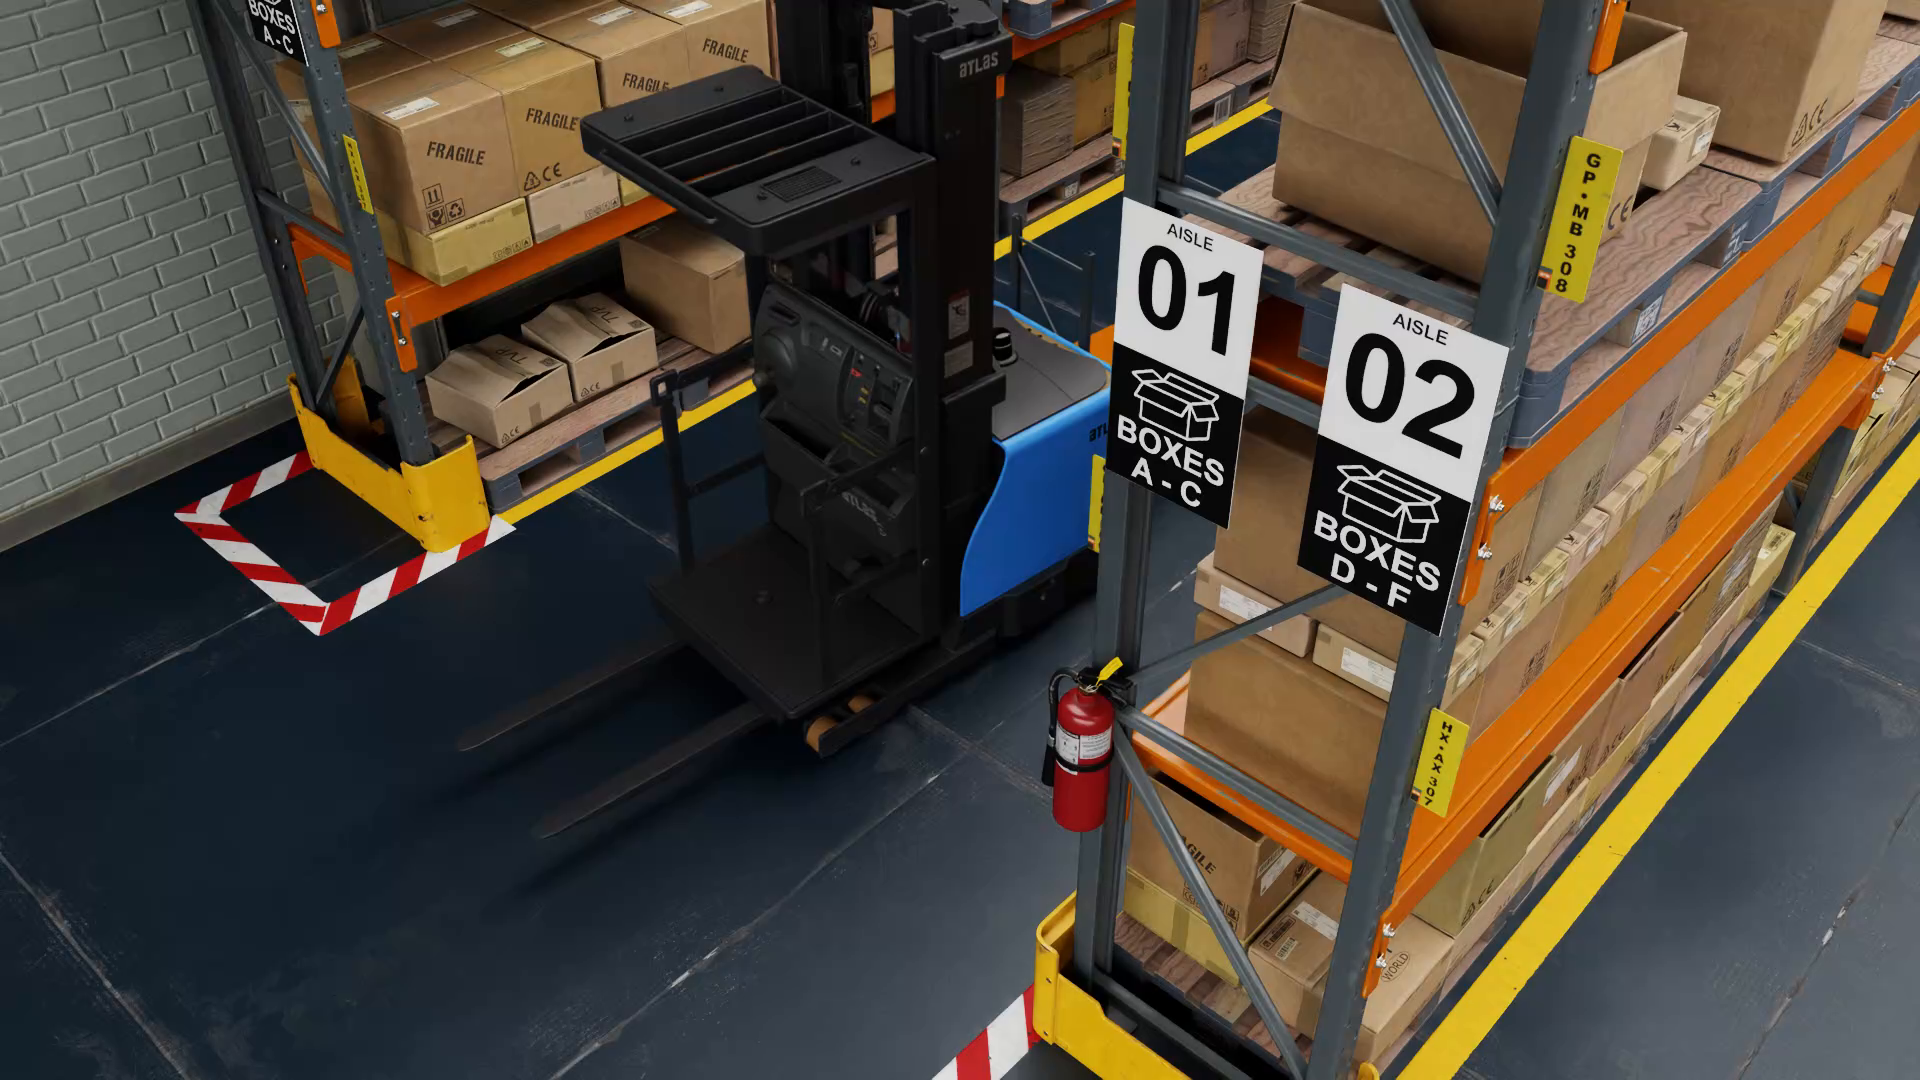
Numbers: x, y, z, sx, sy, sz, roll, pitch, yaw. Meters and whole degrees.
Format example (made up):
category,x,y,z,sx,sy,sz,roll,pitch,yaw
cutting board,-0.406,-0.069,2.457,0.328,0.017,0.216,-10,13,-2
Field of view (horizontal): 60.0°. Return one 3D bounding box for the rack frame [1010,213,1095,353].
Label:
category,x,y,z,sx,sy,sz,roll,pitch,yaw
rack frame,0.408,-0.759,7.782,0.032,1.500,0.500,-29,47,-31

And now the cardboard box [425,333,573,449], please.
category,x,y,z,sx,sy,sz,roll,pitch,yaw
cardboard box,-2.333,-0.784,8.417,0.500,0.311,0.500,24,44,27

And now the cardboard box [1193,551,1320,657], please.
category,x,y,z,sx,sy,sz,roll,pitch,yaw
cardboard box,0.910,0.145,4.839,0.380,0.149,0.250,29,47,31

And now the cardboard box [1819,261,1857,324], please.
category,x,y,z,sx,sy,sz,roll,pitch,yaw
cardboard box,3.123,-0.988,6.264,0.380,0.149,0.250,28,46,31

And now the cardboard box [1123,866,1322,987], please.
category,x,y,z,sx,sy,sz,roll,pitch,yaw
cardboard box,0.936,1.235,5.942,0.500,0.250,0.500,30,47,32

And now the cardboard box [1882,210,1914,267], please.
category,x,y,z,sx,sy,sz,roll,pitch,yaw
cardboard box,4.240,-1.367,7.544,0.380,0.149,0.250,30,47,32

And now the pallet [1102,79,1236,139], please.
category,x,y,z,sx,sy,sz,roll,pitch,yaw
pallet,1.179,-3.052,11.702,1.003,0.211,1.213,30,47,32

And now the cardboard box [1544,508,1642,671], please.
category,x,y,z,sx,sy,sz,roll,pitch,yaw
cardboard box,1.807,-0.023,5.573,0.700,0.500,0.500,30,47,32

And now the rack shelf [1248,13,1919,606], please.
category,x,y,z,sx,sy,sz,roll,pitch,yaw
rack shelf,2.142,-1.118,5.197,1.077,0.370,4.000,30,47,32

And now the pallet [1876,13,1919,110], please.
category,x,y,z,sx,sy,sz,roll,pitch,yaw
pallet,2.935,-1.881,5.650,1.003,0.211,1.213,30,47,32

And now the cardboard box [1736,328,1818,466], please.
category,x,y,z,sx,sy,sz,roll,pitch,yaw
cardboard box,2.846,-0.731,6.463,0.700,0.500,0.500,29,47,31

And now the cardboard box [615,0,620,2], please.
category,x,y,z,sx,sy,sz,roll,pitch,yaw
cardboard box,-1.673,-2.631,8.434,0.500,0.500,0.500,30,47,32

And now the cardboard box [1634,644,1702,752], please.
category,x,y,z,sx,sy,sz,roll,pitch,yaw
cardboard box,2.669,0.534,6.823,0.500,0.250,0.500,30,47,32

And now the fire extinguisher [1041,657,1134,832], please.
category,x,y,z,sx,sy,sz,roll,pitch,yaw
fire extinguisher,0.370,0.583,4.952,0.296,0.674,0.183,30,47,32

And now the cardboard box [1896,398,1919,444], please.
category,x,y,z,sx,sy,sz,roll,pitch,yaw
cardboard box,4.640,-0.787,8.485,0.500,0.250,0.500,28,46,31

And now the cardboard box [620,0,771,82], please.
category,x,y,z,sx,sy,sz,roll,pitch,yaw
cardboard box,-1.289,-2.420,8.169,0.500,0.500,0.500,31,48,33

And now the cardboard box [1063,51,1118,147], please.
category,x,y,z,sx,sy,sz,roll,pitch,yaw
cardboard box,0.628,-3.020,11.076,0.700,0.500,0.500,29,47,31

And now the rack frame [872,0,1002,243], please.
category,x,y,z,sx,sy,sz,roll,pitch,yaw
rack frame,-0.168,-3.222,9.676,1.000,3.000,0.127,30,47,32

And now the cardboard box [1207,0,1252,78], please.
category,x,y,z,sx,sy,sz,roll,pitch,yaw
cardboard box,1.650,-3.713,11.948,0.700,0.500,0.500,30,47,32

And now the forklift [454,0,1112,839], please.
category,x,y,z,sx,sy,sz,roll,pitch,yaw
forklift,-0.669,-0.624,6.464,3.031,2.935,1.130,-29,47,-31

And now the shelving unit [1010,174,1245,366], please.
category,x,y,z,sx,sy,sz,roll,pitch,yaw
shelving unit,0.797,-0.971,8.050,1.083,1.500,0.587,-29,47,-31

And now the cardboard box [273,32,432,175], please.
category,x,y,z,sx,sy,sz,roll,pitch,yaw
cardboard box,-2.705,-1.933,7.556,0.500,0.500,0.500,29,47,31

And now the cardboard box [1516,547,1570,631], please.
category,x,y,z,sx,sy,sz,roll,pitch,yaw
cardboard box,1.562,0.074,4.928,0.380,0.149,0.250,30,47,32

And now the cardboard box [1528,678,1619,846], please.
category,x,y,z,sx,sy,sz,roll,pitch,yaw
cardboard box,1.982,0.694,6.021,0.500,0.500,0.500,30,47,32

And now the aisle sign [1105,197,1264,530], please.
category,x,y,z,sx,sy,sz,roll,pitch,yaw
aisle sign,0.532,-0.417,4.059,0.394,0.787,0.004,30,47,32

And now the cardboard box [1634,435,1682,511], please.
category,x,y,z,sx,sy,sz,roll,pitch,yaw
cardboard box,2.084,-0.282,5.376,0.380,0.149,0.250,29,47,31

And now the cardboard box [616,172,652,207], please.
category,x,y,z,sx,sy,sz,roll,pitch,yaw
cardboard box,-1.615,-1.901,8.118,0.500,0.250,0.500,29,47,31

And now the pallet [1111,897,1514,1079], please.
category,x,y,z,sx,sy,sz,roll,pitch,yaw
pallet,1.278,1.416,6.083,1.003,0.211,1.213,30,47,32

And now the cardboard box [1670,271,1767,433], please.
category,x,y,z,sx,sy,sz,roll,pitch,yaw
cardboard box,2.181,-0.793,5.497,0.700,0.500,0.500,30,47,32

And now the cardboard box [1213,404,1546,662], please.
category,x,y,z,sx,sy,sz,roll,pitch,yaw
cardboard box,1.153,-0.087,4.610,0.700,0.500,0.500,30,47,32

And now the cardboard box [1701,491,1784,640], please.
category,x,y,z,sx,sy,sz,roll,pitch,yaw
cardboard box,2.994,0.004,6.888,0.500,0.500,0.500,30,47,32

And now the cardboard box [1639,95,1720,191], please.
category,x,y,z,sx,sy,sz,roll,pitch,yaw
cardboard box,1.717,-1.068,4.308,0.380,0.149,0.250,30,47,32

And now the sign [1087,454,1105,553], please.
category,x,y,z,sx,sy,sz,roll,pitch,yaw
sign,0.402,-0.086,4.611,0.100,0.325,0.005,30,47,32

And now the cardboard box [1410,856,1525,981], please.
category,x,y,z,sx,sy,sz,roll,pitch,yaw
cardboard box,1.653,1.221,5.959,0.500,0.250,0.500,30,47,32

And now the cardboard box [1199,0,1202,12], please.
category,x,y,z,sx,sy,sz,roll,pitch,yaw
cardboard box,1.309,-3.721,11.355,0.500,0.250,0.500,29,47,32

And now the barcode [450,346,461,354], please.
category,x,y,z,sx,sy,sz,roll,pitch,yaw
barcode,-2.616,-0.964,8.636,0.001,0.075,0.075,30,47,32

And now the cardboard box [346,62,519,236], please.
category,x,y,z,sx,sy,sz,roll,pitch,yaw
cardboard box,-2.322,-1.720,7.289,0.500,0.500,0.500,30,47,32

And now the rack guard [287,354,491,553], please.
category,x,y,z,sx,sy,sz,roll,pitch,yaw
rack guard,-2.815,-0.441,8.187,1.175,0.500,0.348,30,47,32

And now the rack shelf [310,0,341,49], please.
category,x,y,z,sx,sy,sz,roll,pitch,yaw
rack shelf,-1.517,-3.196,7.810,1.077,0.370,4.000,30,47,32

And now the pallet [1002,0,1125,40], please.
category,x,y,z,sx,sy,sz,roll,pitch,yaw
pallet,0.455,-3.437,10.100,1.003,0.211,1.213,30,47,32

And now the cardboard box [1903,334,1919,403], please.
category,x,y,z,sx,sy,sz,roll,pitch,yaw
cardboard box,4.644,-1.003,8.306,0.500,0.311,0.500,28,46,31

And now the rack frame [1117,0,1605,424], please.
category,x,y,z,sx,sy,sz,roll,pitch,yaw
rack frame,0.793,-1.654,2.884,1.000,3.000,0.127,30,47,32

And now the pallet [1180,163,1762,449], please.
category,x,y,z,sx,sy,sz,roll,pitch,yaw
pallet,1.289,-0.760,4.240,1.003,0.211,1.213,30,47,32

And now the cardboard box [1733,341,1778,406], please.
category,x,y,z,sx,sy,sz,roll,pitch,yaw
cardboard box,2.608,-0.639,5.826,0.380,0.149,0.250,31,48,33

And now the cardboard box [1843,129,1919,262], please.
category,x,y,z,sx,sy,sz,roll,pitch,yaw
cardboard box,3.197,-1.484,6.367,0.700,0.500,0.500,30,47,32
